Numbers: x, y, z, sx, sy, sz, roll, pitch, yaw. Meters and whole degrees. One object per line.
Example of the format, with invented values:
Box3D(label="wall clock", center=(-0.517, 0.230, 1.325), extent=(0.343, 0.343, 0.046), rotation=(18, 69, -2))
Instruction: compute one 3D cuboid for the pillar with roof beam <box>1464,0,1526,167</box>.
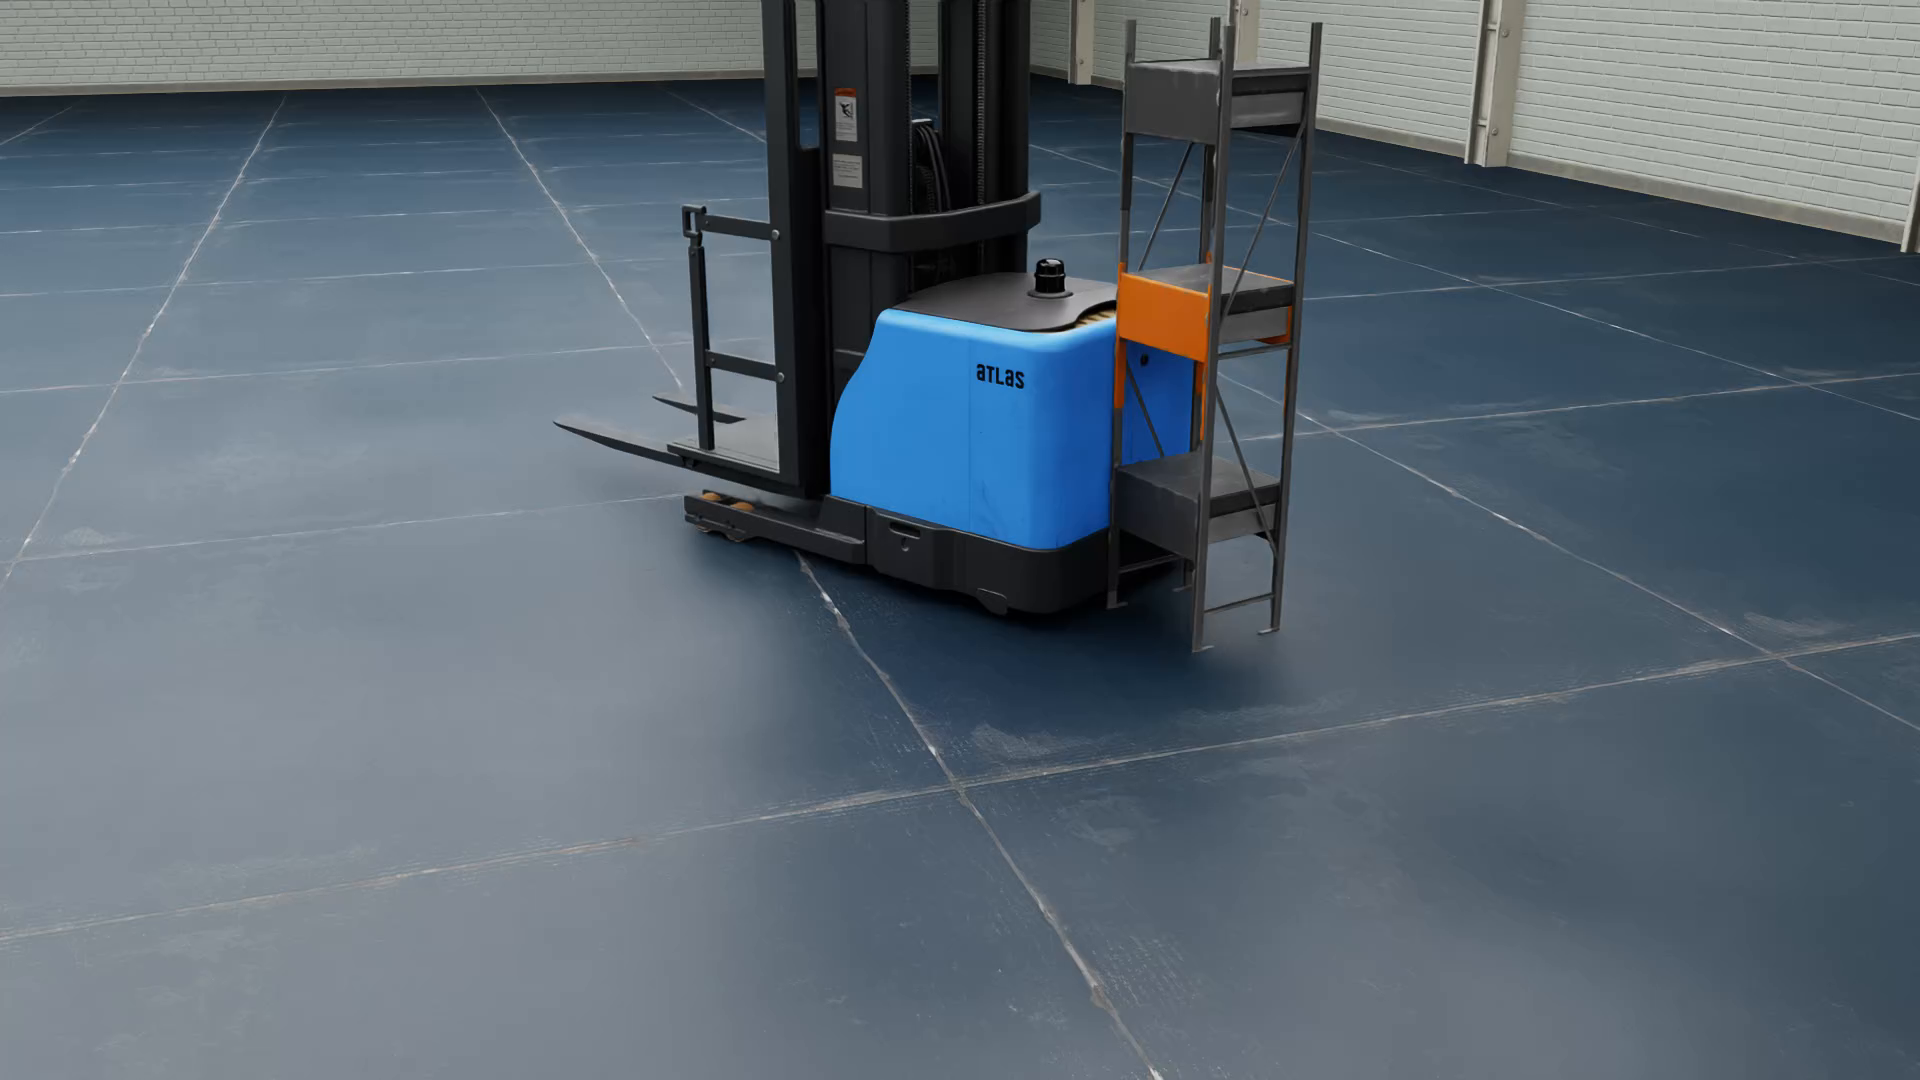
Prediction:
Box3D(label="pillar with roof beam", center=(1.805, -7.983, 15.830), extent=(9.100, 9.000, 0.400), rotation=(-6, 21, -17))

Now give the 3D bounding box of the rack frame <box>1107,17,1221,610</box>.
Box3D(label="rack frame", center=(0.719, -0.765, 5.940), extent=(0.400, 2.100, 0.015), rotation=(-12, 23, -31))

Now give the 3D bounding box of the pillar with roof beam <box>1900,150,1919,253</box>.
Box3D(label="pillar with roof beam", center=(3.691, -6.058, 10.470), extent=(9.100, 9.000, 0.400), rotation=(-6, 21, -17))

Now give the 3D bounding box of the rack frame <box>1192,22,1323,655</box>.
Box3D(label="rack frame", center=(0.982, -0.626, 5.554), extent=(0.400, 2.100, 0.015), rotation=(-12, 23, -31))

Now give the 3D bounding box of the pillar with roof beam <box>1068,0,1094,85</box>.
Box3D(label="pillar with roof beam", center=(-1.966, -11.834, 26.552), extent=(9.100, 9.000, 0.400), rotation=(-6, 21, -17))

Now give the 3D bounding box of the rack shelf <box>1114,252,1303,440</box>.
Box3D(label="rack shelf", center=(0.851, -0.683, 5.752), extent=(0.431, 0.518, 0.480), rotation=(-12, 23, -31))

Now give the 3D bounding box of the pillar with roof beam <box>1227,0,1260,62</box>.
Box3D(label="pillar with roof beam", center=(-0.081, -9.909, 21.191), extent=(9.100, 9.000, 0.400), rotation=(-6, 21, -17))

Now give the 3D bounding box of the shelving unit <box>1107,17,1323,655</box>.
Box3D(label="shelving unit", center=(0.851, -0.696, 5.747), extent=(0.431, 2.100, 0.503), rotation=(-12, 23, -31))

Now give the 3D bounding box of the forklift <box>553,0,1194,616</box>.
Box3D(label="forklift", center=(-0.532, -1.492, 6.735), extent=(3.031, 2.935, 1.130), rotation=(15, 25, 36))

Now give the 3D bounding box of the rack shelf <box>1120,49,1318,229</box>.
Box3D(label="rack shelf", center=(0.851, -1.342, 5.515), extent=(0.431, 0.518, 0.480), rotation=(-12, 23, -31))

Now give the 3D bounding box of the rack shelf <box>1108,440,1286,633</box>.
Box3D(label="rack shelf", center=(0.851, -0.024, 5.988), extent=(0.431, 0.518, 0.480), rotation=(-12, 23, -31))
